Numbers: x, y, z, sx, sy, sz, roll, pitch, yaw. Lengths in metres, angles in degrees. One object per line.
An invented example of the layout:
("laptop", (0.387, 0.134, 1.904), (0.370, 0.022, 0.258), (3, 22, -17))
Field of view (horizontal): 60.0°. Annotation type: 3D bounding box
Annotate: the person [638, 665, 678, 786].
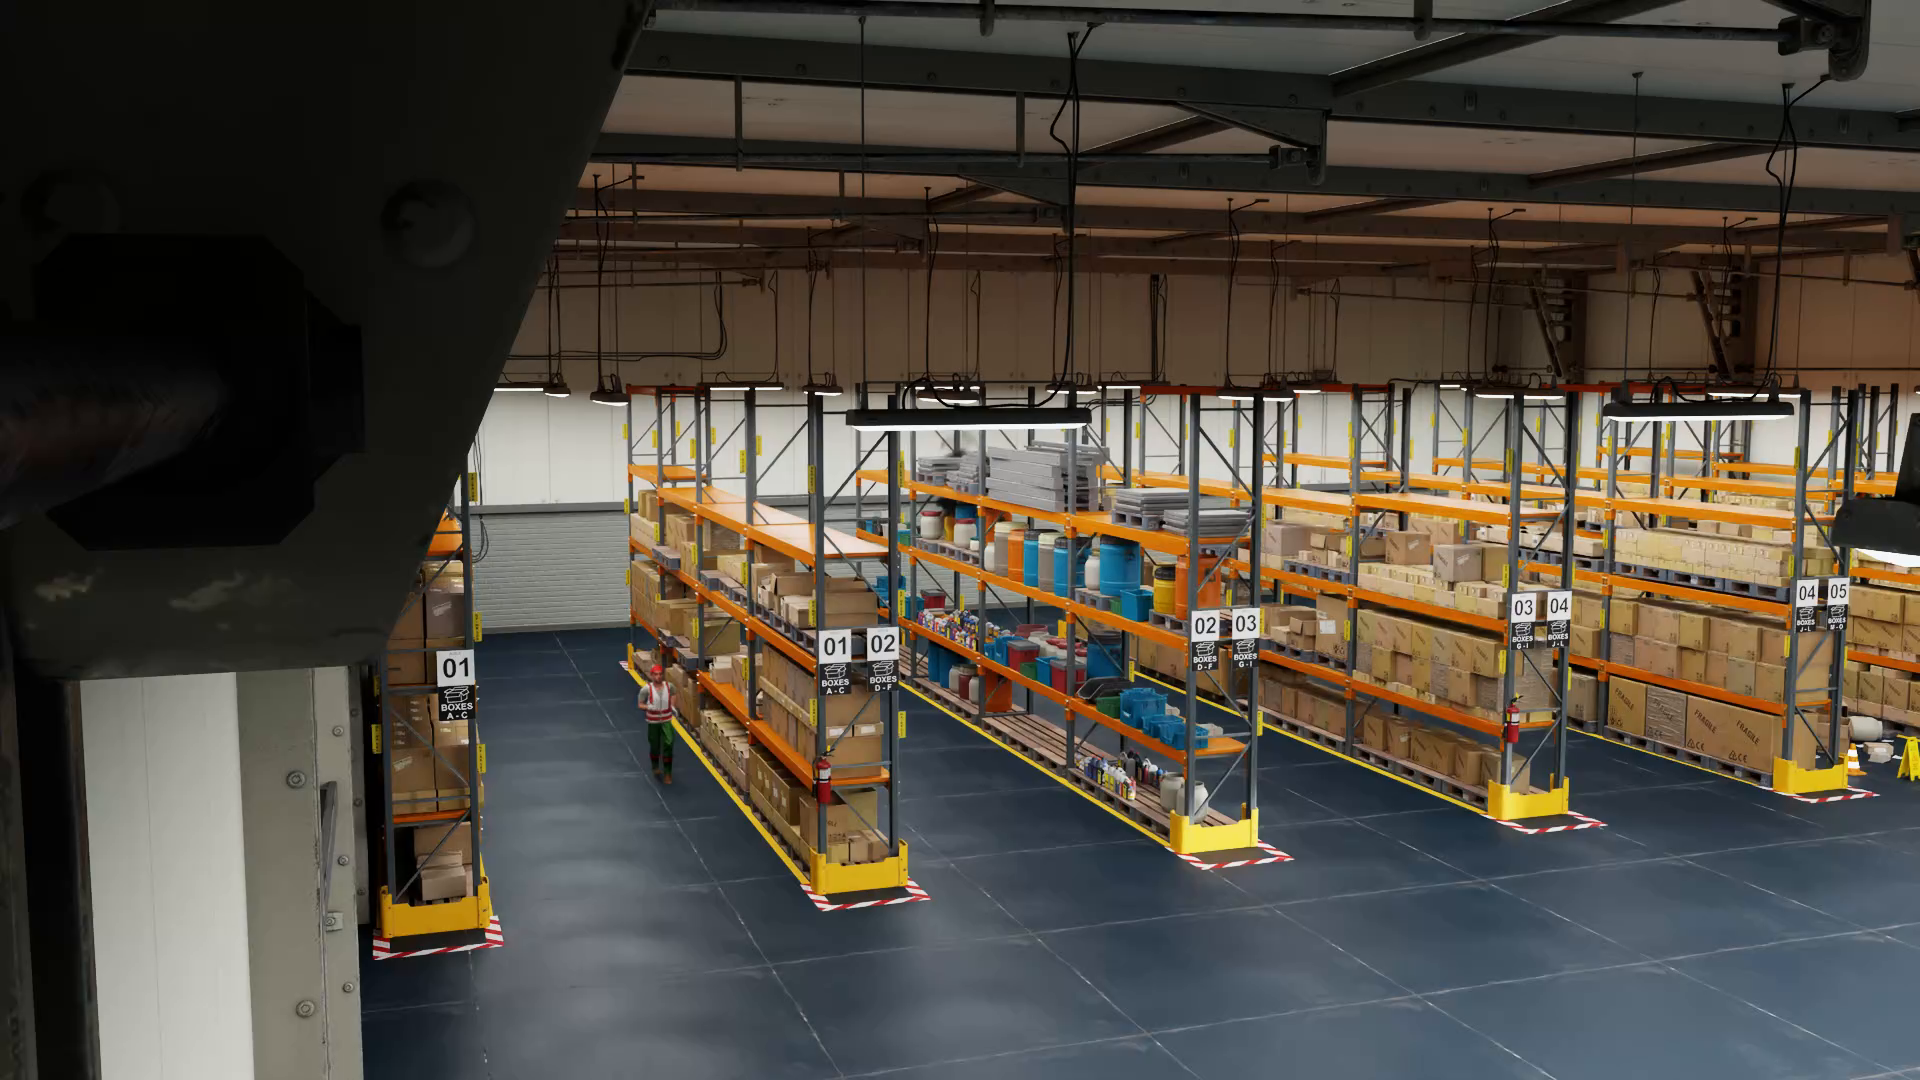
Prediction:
("person", (-4.609, 2.819, 25.452), (0.633, 1.848, 0.793), (-2, 6, -17))
